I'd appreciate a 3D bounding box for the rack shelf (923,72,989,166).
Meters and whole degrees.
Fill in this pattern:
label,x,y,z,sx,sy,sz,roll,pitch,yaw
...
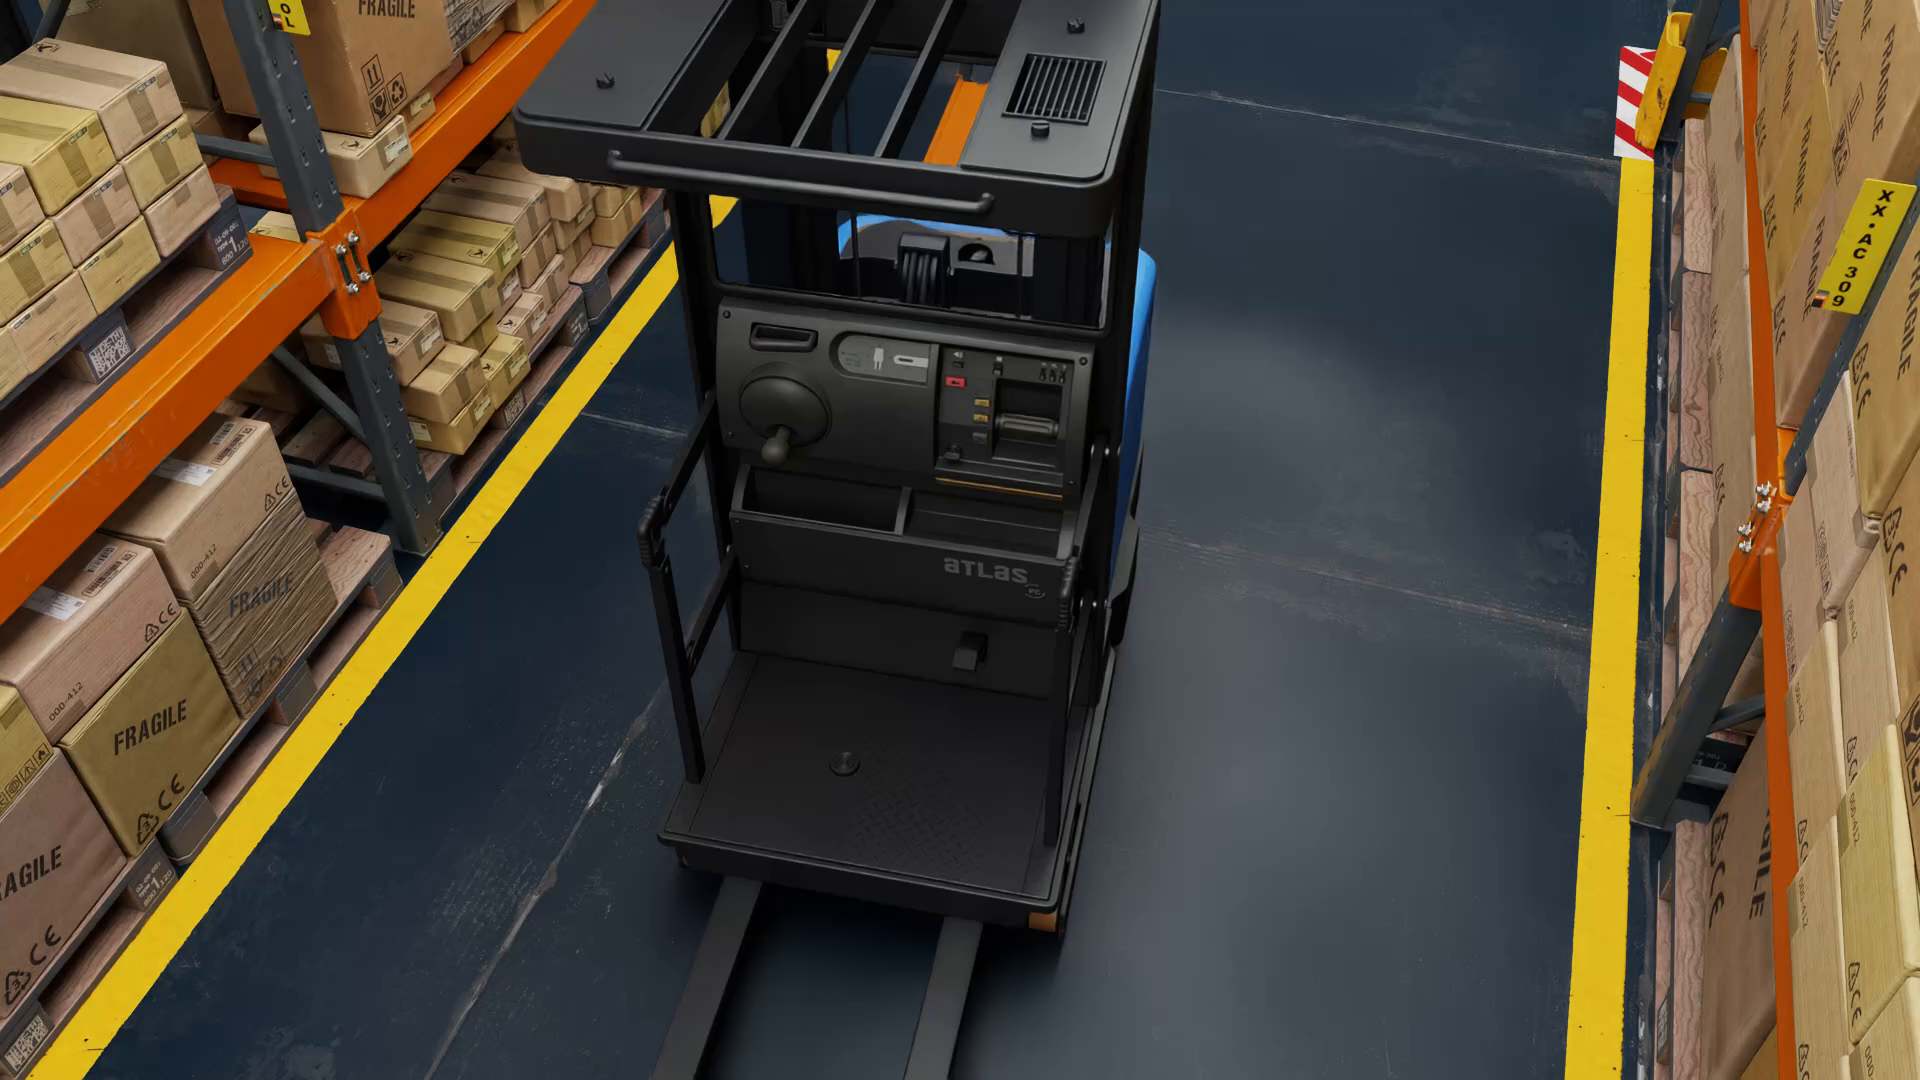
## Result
label,x,y,z,sx,sy,sz,roll,pitch,yaw
rack shelf,0.138,-1.234,5.789,0.538,0.278,1.000,8,45,9

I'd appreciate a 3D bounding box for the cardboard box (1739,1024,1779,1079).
label,x,y,z,sx,sy,sz,roll,pitch,yaw
cardboard box,2.088,1.471,3.321,0.875,0.875,0.875,14,46,14

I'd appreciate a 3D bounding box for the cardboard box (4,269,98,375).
label,x,y,z,sx,sy,sz,roll,pitch,yaw
cardboard box,-2.370,-0.568,4.065,0.380,0.149,0.250,12,46,12

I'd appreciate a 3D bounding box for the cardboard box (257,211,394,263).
label,x,y,z,sx,sy,sz,roll,pitch,yaw
cardboard box,-2.315,-1.135,6.078,0.380,0.149,0.250,12,46,12

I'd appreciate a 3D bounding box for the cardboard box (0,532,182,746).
label,x,y,z,sx,sy,sz,roll,pitch,yaw
cardboard box,-2.436,0.212,4.339,0.500,0.250,0.500,15,46,14

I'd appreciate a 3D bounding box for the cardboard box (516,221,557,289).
label,x,y,z,sx,sy,sz,roll,pitch,yaw
cardboard box,-1.753,-1.101,6.256,0.380,0.149,0.250,10,45,10

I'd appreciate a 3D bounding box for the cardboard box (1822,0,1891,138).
label,x,y,z,sx,sy,sz,roll,pitch,yaw
cardboard box,2.507,-1.275,4.121,0.500,0.500,0.500,12,46,12

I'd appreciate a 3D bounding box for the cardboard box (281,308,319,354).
label,x,y,z,sx,sy,sz,roll,pitch,yaw
cardboard box,-2.423,-0.789,5.724,0.380,0.149,0.250,14,46,14

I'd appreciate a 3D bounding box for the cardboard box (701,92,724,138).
label,x,y,z,sx,sy,sz,roll,pitch,yaw
cardboard box,-1.255,-1.854,7.238,0.380,0.149,0.250,11,45,11

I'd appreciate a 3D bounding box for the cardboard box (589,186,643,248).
label,x,y,z,sx,sy,sz,roll,pitch,yaw
cardboard box,-1.512,-1.332,6.705,0.380,0.149,0.250,11,46,11

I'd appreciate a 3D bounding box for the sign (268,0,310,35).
label,x,y,z,sx,sy,sz,roll,pitch,yaw
sign,-1.753,-1.452,4.261,0.100,0.325,0.005,13,46,13

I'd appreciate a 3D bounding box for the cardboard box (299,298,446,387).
label,x,y,z,sx,sy,sz,roll,pitch,yaw
cardboard box,-1.981,-0.683,5.616,0.380,0.149,0.250,14,46,14

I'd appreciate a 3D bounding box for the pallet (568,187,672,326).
label,x,y,z,sx,sy,sz,roll,pitch,yaw
pallet,-1.745,-1.427,7.058,1.003,0.211,1.213,13,46,13

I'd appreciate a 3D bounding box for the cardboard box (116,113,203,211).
label,x,y,z,sx,sy,sz,roll,pitch,yaw
cardboard box,-2.215,-1.013,4.307,0.380,0.149,0.250,14,46,14

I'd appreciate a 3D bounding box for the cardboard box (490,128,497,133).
label,x,y,z,sx,sy,sz,roll,pitch,yaw
cardboard box,-1.906,-1.697,6.865,0.380,0.149,0.250,15,46,14

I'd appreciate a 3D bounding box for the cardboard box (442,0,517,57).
label,x,y,z,sx,sy,sz,roll,pitch,yaw
cardboard box,-1.750,-1.903,5.266,0.500,0.500,0.500,13,46,12

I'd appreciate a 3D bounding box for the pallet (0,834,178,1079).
label,x,y,z,sx,sy,sz,roll,pitch,yaw
pallet,-2.885,1.179,4.395,1.003,0.211,1.213,13,46,13

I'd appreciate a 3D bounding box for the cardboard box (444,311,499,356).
label,x,y,z,sx,sy,sz,roll,pitch,yaw
cardboard box,-1.877,-0.752,5.899,0.380,0.149,0.250,13,46,13

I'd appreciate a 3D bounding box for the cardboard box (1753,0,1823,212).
label,x,y,z,sx,sy,sz,roll,pitch,yaw
cardboard box,2.651,-1.253,4.815,0.500,0.500,0.500,12,46,12

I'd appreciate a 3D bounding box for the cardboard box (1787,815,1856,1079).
label,x,y,z,sx,sy,sz,roll,pitch,yaw
cardboard box,1.755,0.802,2.892,0.500,0.250,0.500,12,46,12

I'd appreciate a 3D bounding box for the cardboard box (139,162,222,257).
label,x,y,z,sx,sy,sz,roll,pitch,yaw
cardboard box,-2.214,-0.907,4.411,0.380,0.149,0.250,12,46,12

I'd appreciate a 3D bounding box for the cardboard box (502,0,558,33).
label,x,y,z,sx,sy,sz,roll,pitch,yaw
cardboard box,-1.620,-1.894,5.720,0.380,0.149,0.250,13,46,13

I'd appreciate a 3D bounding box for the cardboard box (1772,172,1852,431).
label,x,y,z,sx,sy,sz,roll,pitch,yaw
cardboard box,2.362,-0.571,4.117,0.500,0.500,0.500,13,46,13

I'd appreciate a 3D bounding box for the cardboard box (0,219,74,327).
label,x,y,z,sx,sy,sz,roll,pitch,yaw
cardboard box,-2.372,-0.672,3.959,0.380,0.149,0.250,14,46,14

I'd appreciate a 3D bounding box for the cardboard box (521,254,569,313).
label,x,y,z,sx,sy,sz,roll,pitch,yaw
cardboard box,-1.731,-0.993,6.358,0.380,0.149,0.250,12,46,12

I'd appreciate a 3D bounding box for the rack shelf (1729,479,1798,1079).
label,x,y,z,sx,sy,sz,roll,pitch,yaw
rack shelf,1.860,1.418,2.670,1.077,0.370,4.000,13,46,13

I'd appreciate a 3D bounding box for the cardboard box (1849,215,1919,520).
label,x,y,z,sx,sy,sz,roll,pitch,yaw
cardboard box,2.058,-0.333,3.159,0.500,0.500,0.500,13,46,13

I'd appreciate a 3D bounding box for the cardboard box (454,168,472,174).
label,x,y,z,sx,sy,sz,roll,pitch,yaw
cardboard box,-2.128,-1.354,6.514,0.380,0.149,0.250,14,46,13

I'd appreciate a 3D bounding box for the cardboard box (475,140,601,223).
label,x,y,z,sx,sy,sz,roll,pitch,yaw
cardboard box,-1.599,-1.364,6.312,0.380,0.149,0.250,13,46,13

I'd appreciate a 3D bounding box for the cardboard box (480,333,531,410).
label,x,y,z,sx,sy,sz,roll,pitch,yaw
cardboard box,-1.786,-0.636,5.994,0.380,0.149,0.250,14,46,14

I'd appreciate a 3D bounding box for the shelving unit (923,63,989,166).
label,x,y,z,sx,sy,sz,roll,pitch,yaw
shelving unit,0.138,-1.025,5.993,0.538,1.125,1.048,8,45,9

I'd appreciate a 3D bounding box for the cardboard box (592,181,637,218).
label,x,y,z,sx,sy,sz,roll,pitch,yaw
cardboard box,-1.510,-1.435,6.597,0.380,0.149,0.250,12,46,12

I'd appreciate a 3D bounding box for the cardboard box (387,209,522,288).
label,x,y,z,sx,sy,sz,roll,pitch,yaw
cardboard box,-1.811,-1.033,5.973,0.380,0.149,0.250,12,46,12

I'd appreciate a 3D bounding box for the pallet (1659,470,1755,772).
label,x,y,z,sx,sy,sz,roll,pitch,yaw
pallet,2.770,0.334,5.257,1.003,0.211,1.213,13,46,13

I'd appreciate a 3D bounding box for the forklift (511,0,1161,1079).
label,x,y,z,sx,sy,sz,roll,pitch,yaw
forklift,-0.186,-0.251,3.910,1.130,2.935,3.031,8,45,9

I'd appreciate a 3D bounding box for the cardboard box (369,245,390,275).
label,x,y,z,sx,sy,sz,roll,pitch,yaw
cardboard box,-2.356,-1.033,6.187,0.380,0.149,0.250,11,45,11

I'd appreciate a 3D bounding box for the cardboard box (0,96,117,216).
label,x,y,z,sx,sy,sz,roll,pitch,yaw
cardboard box,-2.299,-0.938,4.018,0.380,0.149,0.250,11,45,11

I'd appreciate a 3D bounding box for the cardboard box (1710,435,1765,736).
label,x,y,z,sx,sy,sz,roll,pitch,yaw
cardboard box,2.758,0.198,4.935,0.875,0.438,0.875,12,46,12

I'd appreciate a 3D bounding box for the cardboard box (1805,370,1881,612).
label,x,y,z,sx,sy,sz,roll,pitch,yaw
cardboard box,2.064,-0.063,3.420,0.500,0.250,0.500,11,46,11

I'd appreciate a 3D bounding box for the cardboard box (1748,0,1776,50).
label,x,y,z,sx,sy,sz,roll,pitch,yaw
cardboard box,2.960,-1.936,5.513,0.500,0.500,0.500,12,46,12

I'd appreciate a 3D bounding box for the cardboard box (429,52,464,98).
label,x,y,z,sx,sy,sz,roll,pitch,yaw
cardboard box,-1.847,-1.560,5.379,0.380,0.149,0.250,11,45,11

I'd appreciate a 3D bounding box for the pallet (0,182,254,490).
label,x,y,z,sx,sy,sz,roll,pitch,yaw
pallet,-2.653,-0.606,4.362,1.003,0.211,1.213,13,46,13

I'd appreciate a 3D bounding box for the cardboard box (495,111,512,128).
label,x,y,z,sx,sy,sz,roll,pitch,yaw
cardboard box,-1.918,-1.817,6.774,0.380,0.149,0.250,13,46,13

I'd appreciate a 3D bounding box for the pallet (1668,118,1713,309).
label,x,y,z,sx,sy,sz,roll,pitch,yaw
pallet,3.509,-1.292,6.919,1.003,0.211,1.213,13,46,13

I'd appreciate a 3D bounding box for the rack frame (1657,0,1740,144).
label,x,y,z,sx,sy,sz,roll,pitch,yaw
rack frame,3.677,-2.838,6.506,1.000,3.000,0.127,13,46,13

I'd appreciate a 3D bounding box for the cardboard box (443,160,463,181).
label,x,y,z,sx,sy,sz,roll,pitch,yaw
cardboard box,-2.168,-1.492,6.443,0.380,0.149,0.250,10,45,11

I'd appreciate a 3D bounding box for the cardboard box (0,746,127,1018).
label,x,y,z,sx,sy,sz,roll,pitch,yaw
cardboard box,-2.582,0.820,4.254,0.500,0.500,0.500,12,46,12

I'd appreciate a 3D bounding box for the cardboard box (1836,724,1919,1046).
label,x,y,z,sx,sy,sz,roll,pitch,yaw
cardboard box,1.754,0.621,2.721,0.500,0.250,0.500,13,46,13

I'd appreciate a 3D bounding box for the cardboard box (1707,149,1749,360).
label,x,y,z,sx,sy,sz,roll,pitch,yaw
cardboard box,3.303,-1.000,6.159,0.875,0.438,0.875,14,46,14

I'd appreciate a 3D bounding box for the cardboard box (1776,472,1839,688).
label,x,y,z,sx,sy,sz,roll,pitch,yaw
cardboard box,2.081,0.119,3.591,0.500,0.250,0.500,12,46,12

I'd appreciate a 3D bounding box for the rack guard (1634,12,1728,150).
label,x,y,z,sx,sy,sz,roll,pitch,yaw
rack guard,3.684,-1.961,7.396,1.175,0.500,0.348,13,46,13

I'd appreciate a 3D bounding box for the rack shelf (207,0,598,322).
label,x,y,z,sx,sy,sz,roll,pitch,yaw
rack shelf,-1.677,-2.229,6.398,1.077,0.370,4.000,13,46,13

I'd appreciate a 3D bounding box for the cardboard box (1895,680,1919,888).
label,x,y,z,sx,sy,sz,roll,pitch,yaw
cardboard box,1.776,0.346,2.465,0.500,0.500,0.500,11,46,12

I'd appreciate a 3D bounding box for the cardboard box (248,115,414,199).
label,x,y,z,sx,sy,sz,roll,pitch,yaw
cardboard box,-1.885,-1.183,4.994,0.380,0.149,0.250,14,46,14

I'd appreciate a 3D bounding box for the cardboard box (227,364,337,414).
label,x,y,z,sx,sy,sz,roll,pitch,yaw
cardboard box,-2.489,-0.618,5.975,0.380,0.149,0.250,13,46,13

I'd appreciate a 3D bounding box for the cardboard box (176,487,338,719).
label,x,y,z,sx,sy,sz,roll,pitch,yaw
cardboard box,-2.267,0.137,4.952,0.500,0.500,0.500,12,46,12
